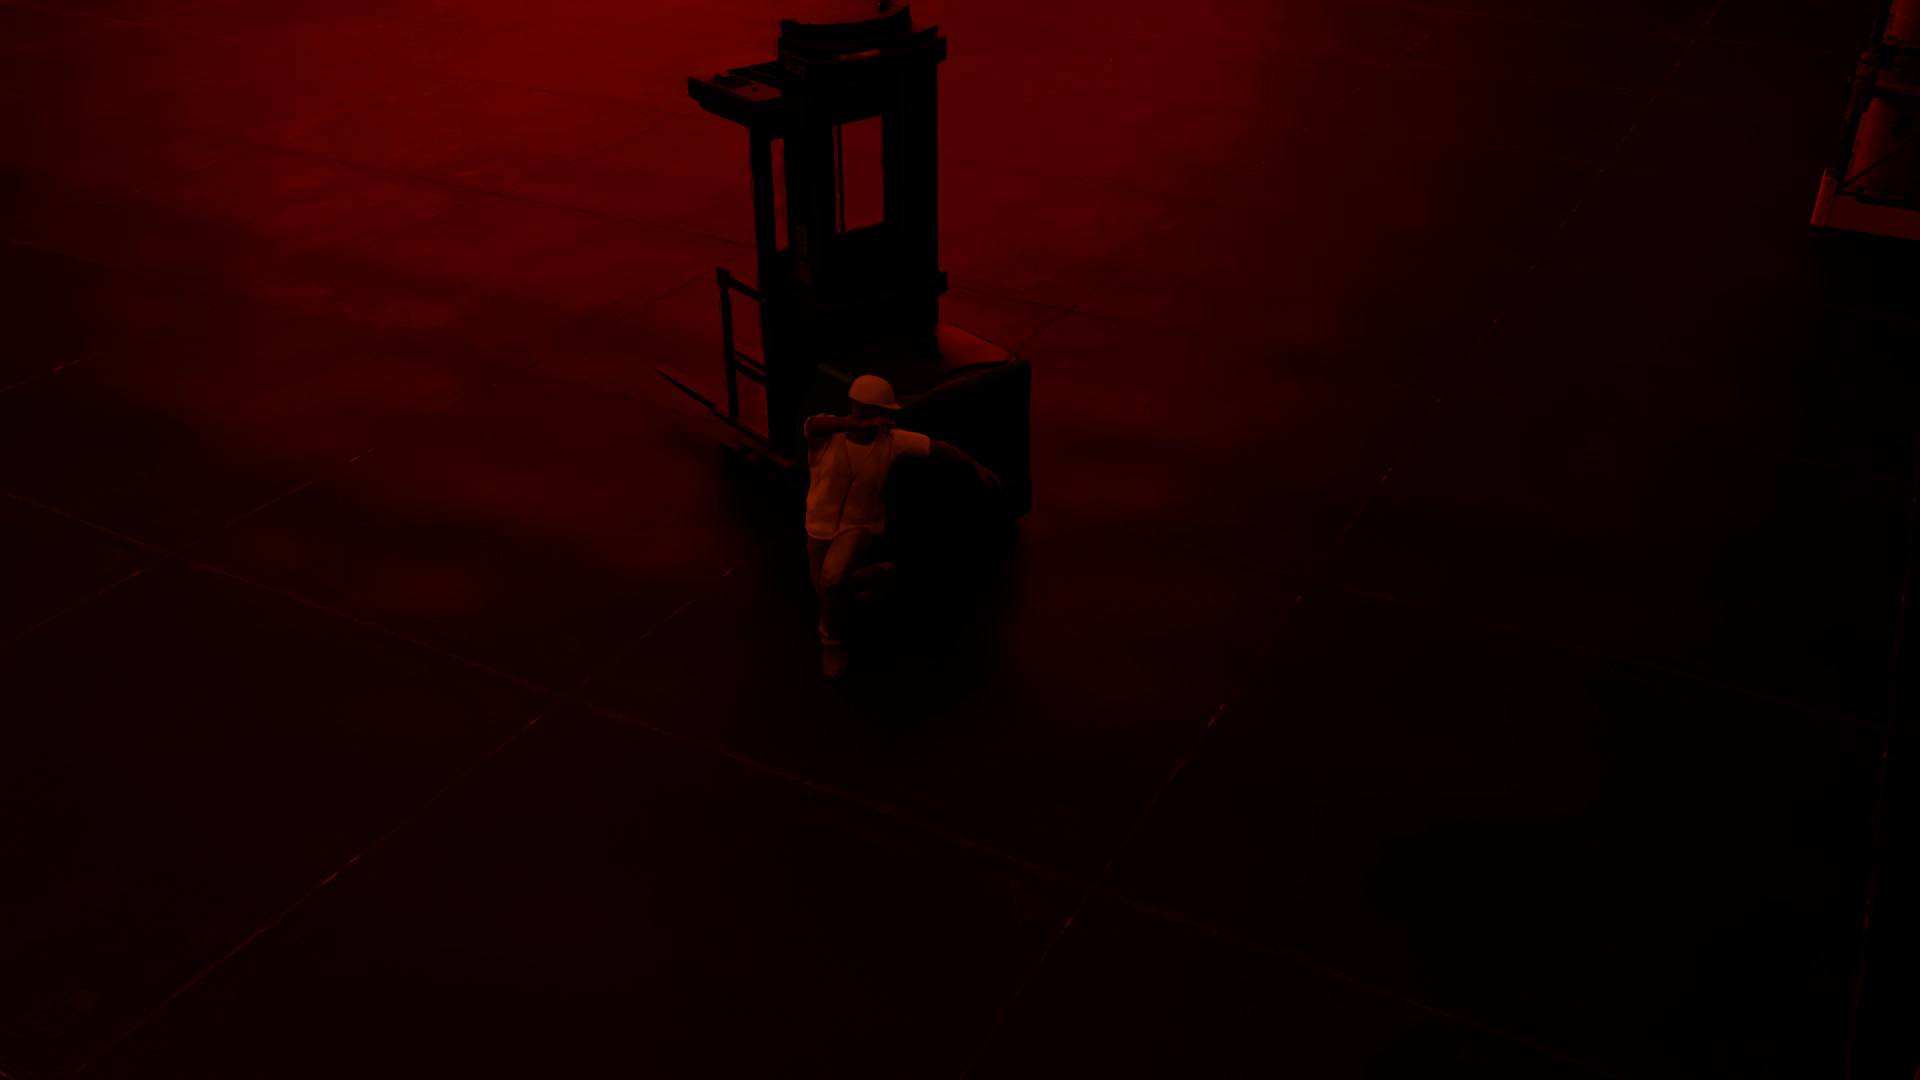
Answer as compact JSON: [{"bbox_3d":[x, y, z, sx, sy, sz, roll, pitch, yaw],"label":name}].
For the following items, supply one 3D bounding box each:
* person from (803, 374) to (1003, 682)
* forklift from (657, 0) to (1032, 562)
[{"bbox_3d":[-0.339,-0.097,8.701,1.002,1.465,0.962,6,31,11],"label":"person"},{"bbox_3d":[-0.896,-1.806,10.200,1.130,2.935,3.031,-23,37,-34],"label":"forklift"}]
